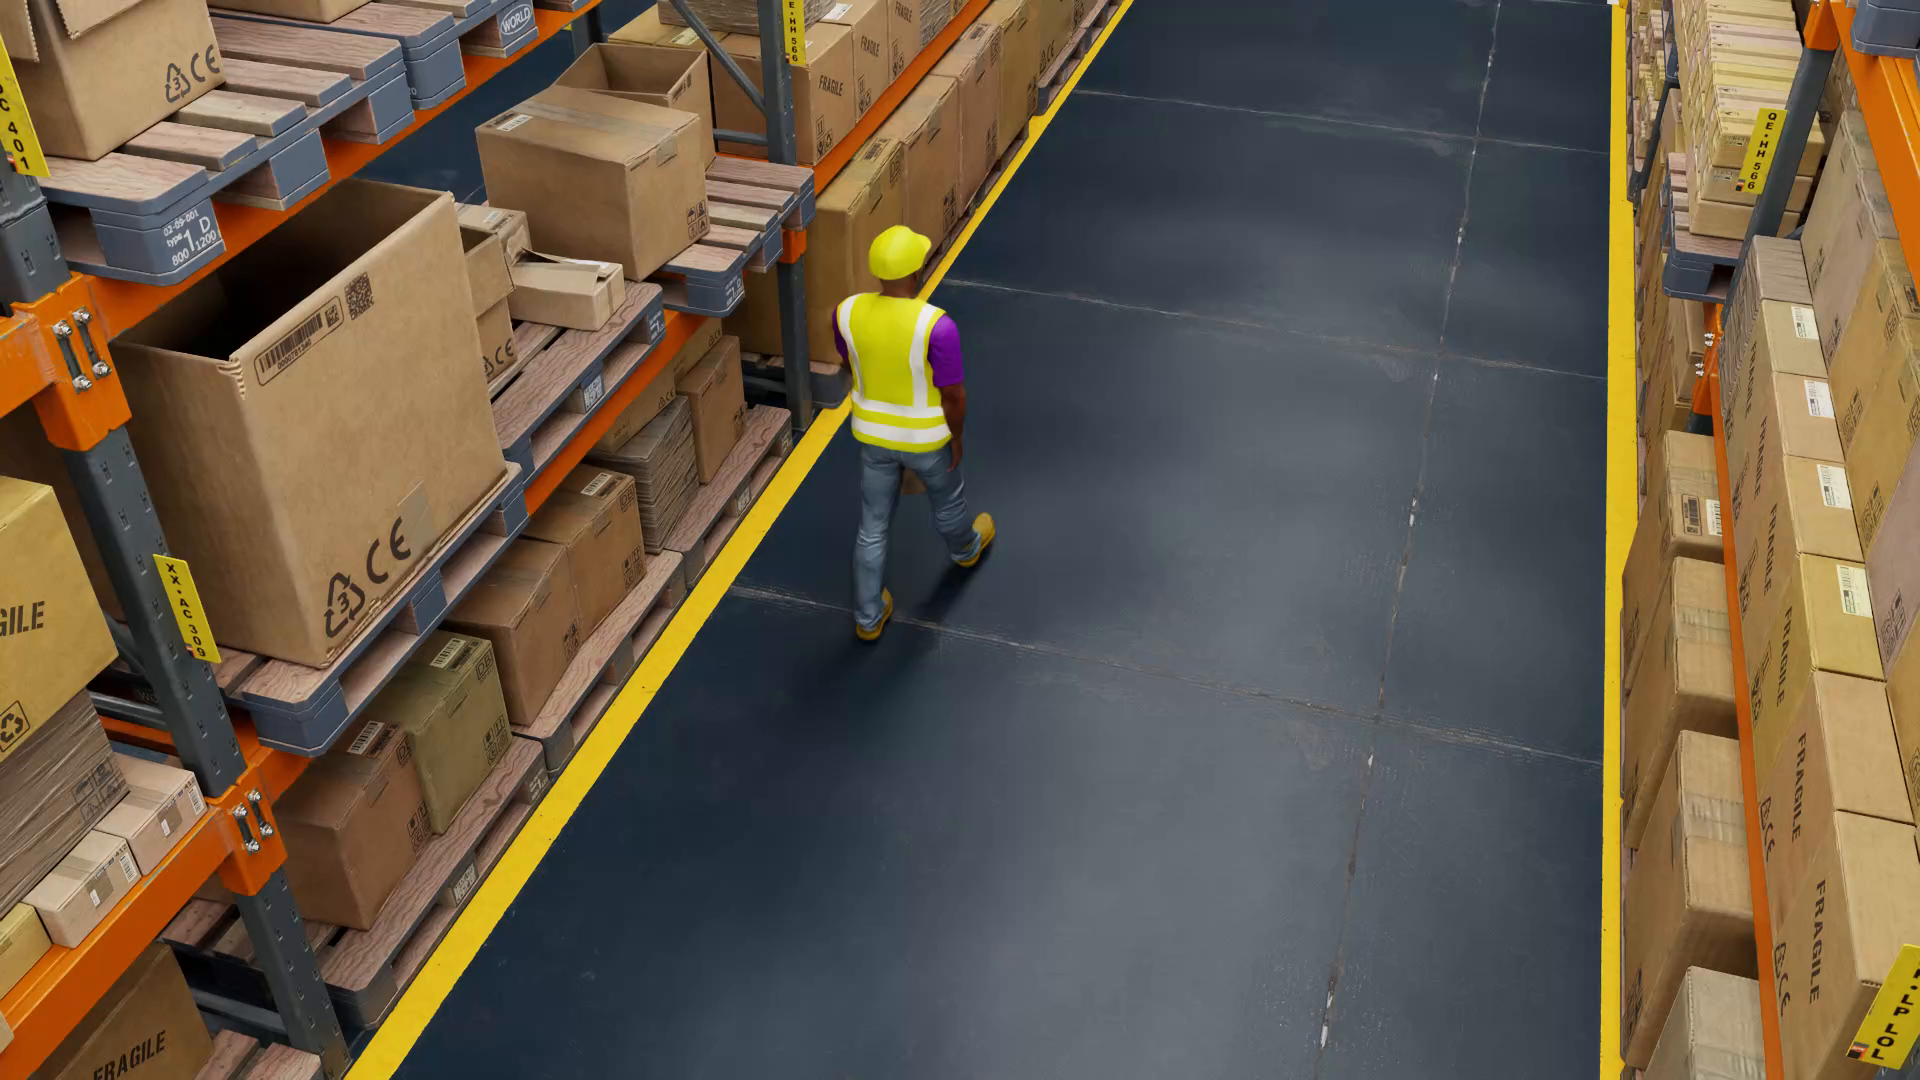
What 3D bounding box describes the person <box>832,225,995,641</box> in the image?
[{"bbox_3d":[-0.208,-0.507,6.801,0.582,1.727,0.922,13,39,17],"label":"person"}]
